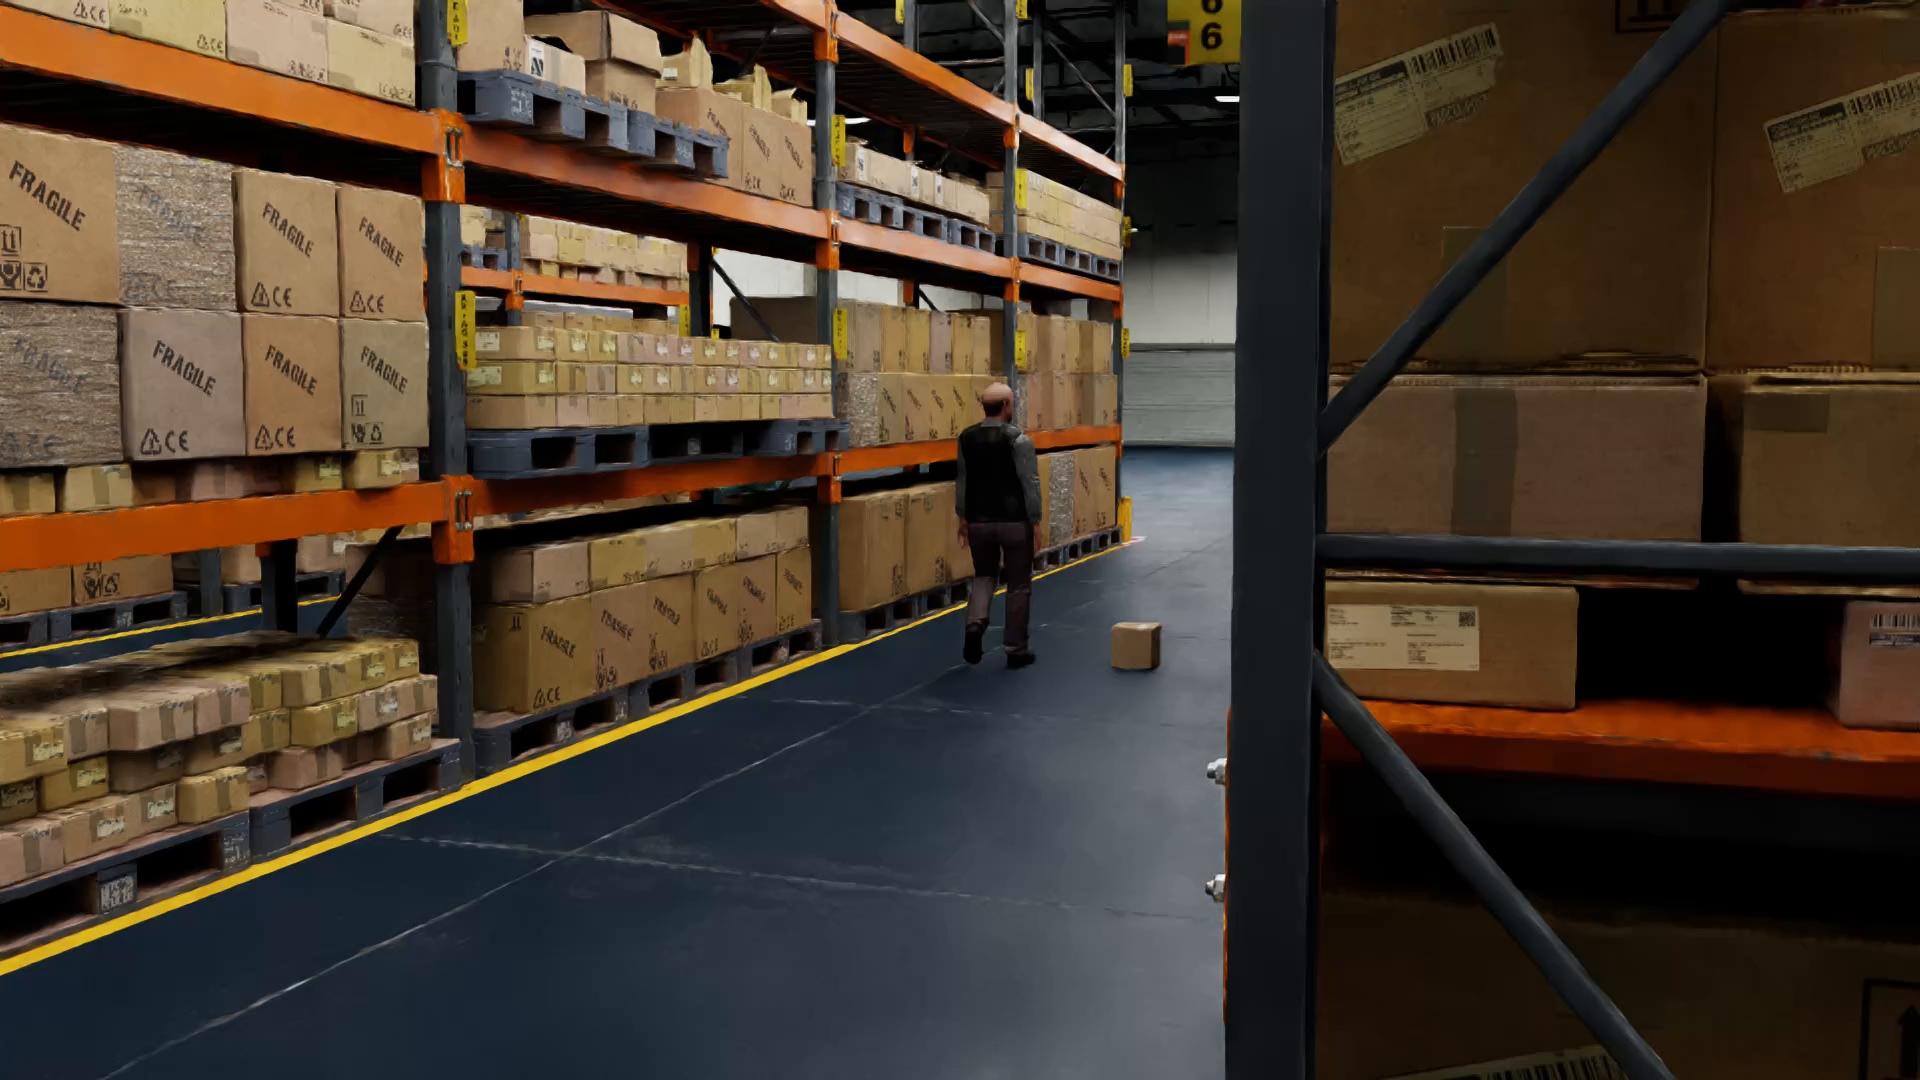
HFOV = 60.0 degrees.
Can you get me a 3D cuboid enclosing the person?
[{"bbox_3d":[0.275,-0.092,10.100,0.563,1.715,0.572,3,6,26],"label":"person"}]
